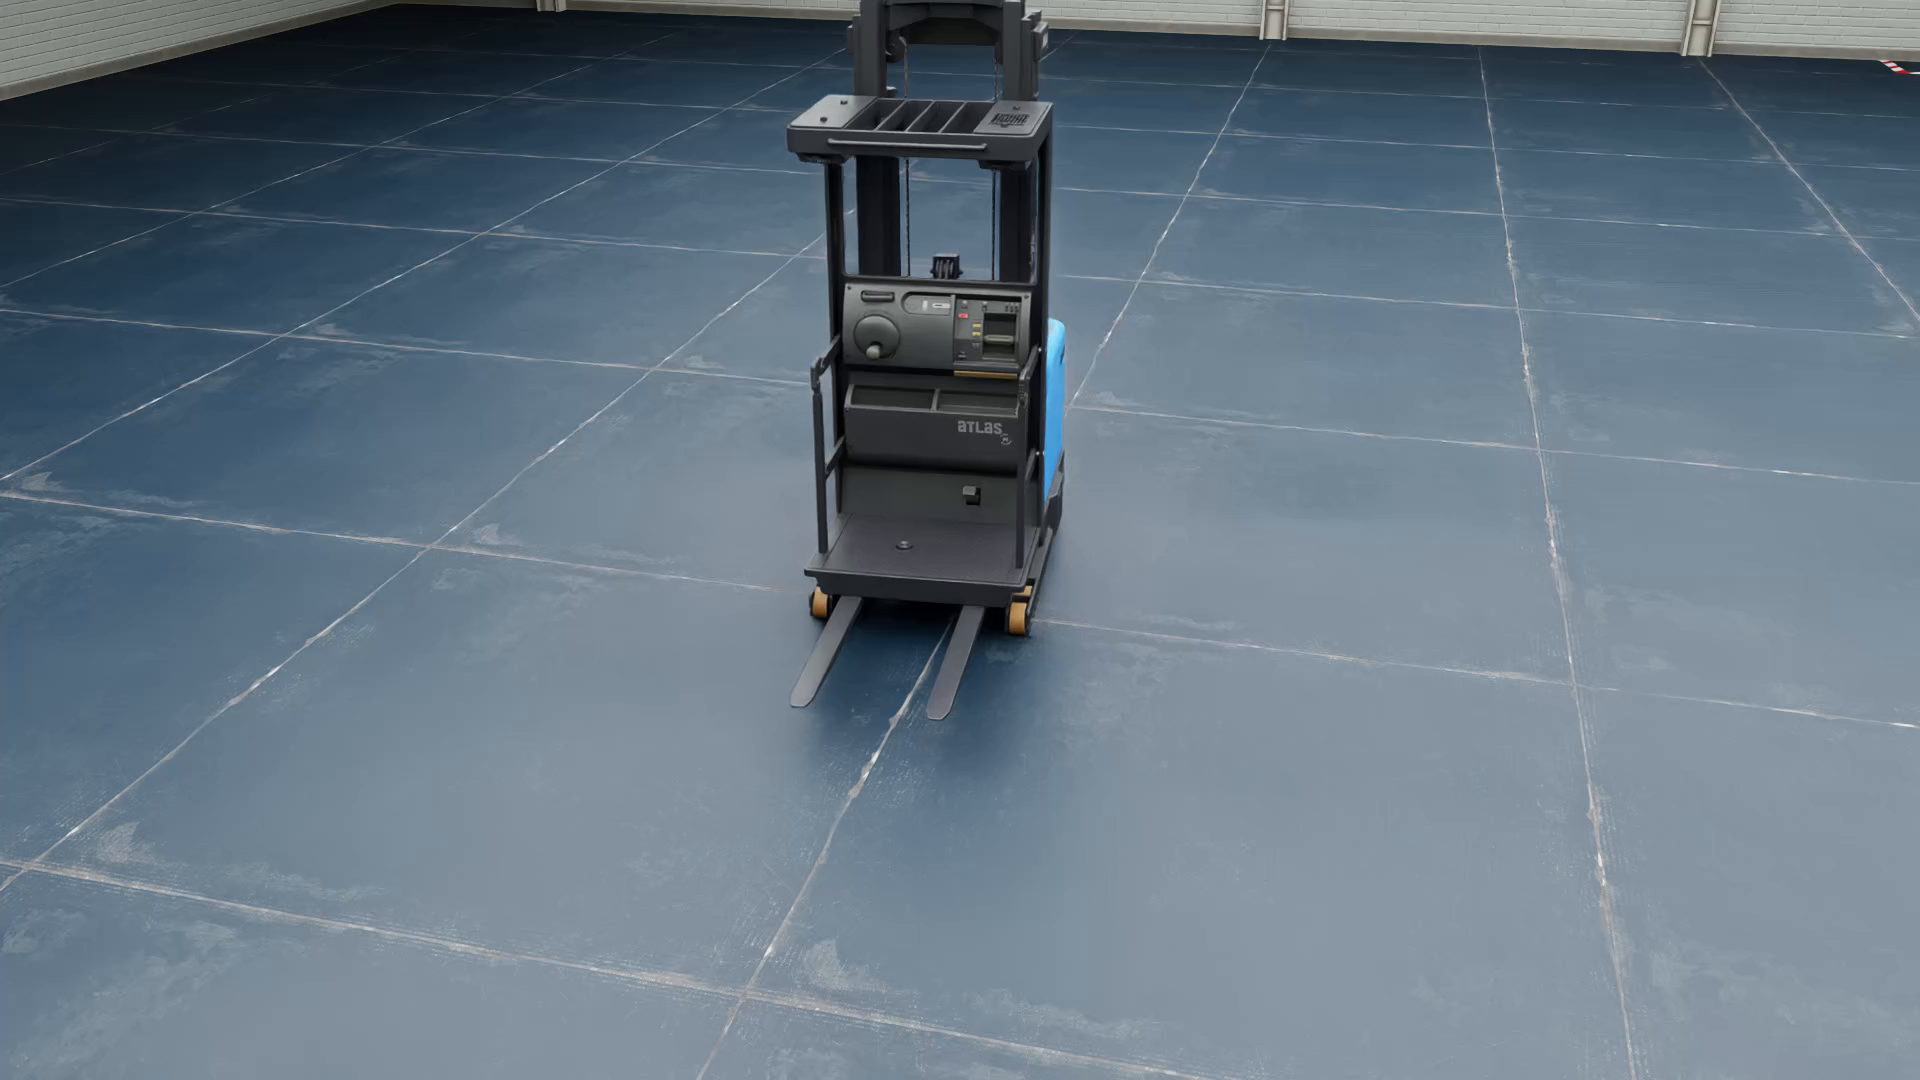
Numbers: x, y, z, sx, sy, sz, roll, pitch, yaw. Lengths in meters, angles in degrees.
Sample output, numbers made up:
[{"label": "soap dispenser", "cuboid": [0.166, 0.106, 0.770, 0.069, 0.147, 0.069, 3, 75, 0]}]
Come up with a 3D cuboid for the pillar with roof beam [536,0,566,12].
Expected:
[{"label": "pillar with roof beam", "cuboid": [-7.932, -11.182, 22.268, 0.400, 9.000, 9.100, 6, 26, 13]}]

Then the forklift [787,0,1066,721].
[{"label": "forklift", "cuboid": [-0.150, -1.018, 7.978, 1.130, 2.935, 3.031, 4, 26, 9]}]

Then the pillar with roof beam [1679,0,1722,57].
[{"label": "pillar with roof beam", "cuboid": [9.501, -9.255, 18.220, 0.400, 9.000, 9.100, 6, 26, 13]}]

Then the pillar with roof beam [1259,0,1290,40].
[{"label": "pillar with roof beam", "cuboid": [3.690, -9.897, 19.569, 0.400, 9.000, 9.100, 6, 26, 13]}]
